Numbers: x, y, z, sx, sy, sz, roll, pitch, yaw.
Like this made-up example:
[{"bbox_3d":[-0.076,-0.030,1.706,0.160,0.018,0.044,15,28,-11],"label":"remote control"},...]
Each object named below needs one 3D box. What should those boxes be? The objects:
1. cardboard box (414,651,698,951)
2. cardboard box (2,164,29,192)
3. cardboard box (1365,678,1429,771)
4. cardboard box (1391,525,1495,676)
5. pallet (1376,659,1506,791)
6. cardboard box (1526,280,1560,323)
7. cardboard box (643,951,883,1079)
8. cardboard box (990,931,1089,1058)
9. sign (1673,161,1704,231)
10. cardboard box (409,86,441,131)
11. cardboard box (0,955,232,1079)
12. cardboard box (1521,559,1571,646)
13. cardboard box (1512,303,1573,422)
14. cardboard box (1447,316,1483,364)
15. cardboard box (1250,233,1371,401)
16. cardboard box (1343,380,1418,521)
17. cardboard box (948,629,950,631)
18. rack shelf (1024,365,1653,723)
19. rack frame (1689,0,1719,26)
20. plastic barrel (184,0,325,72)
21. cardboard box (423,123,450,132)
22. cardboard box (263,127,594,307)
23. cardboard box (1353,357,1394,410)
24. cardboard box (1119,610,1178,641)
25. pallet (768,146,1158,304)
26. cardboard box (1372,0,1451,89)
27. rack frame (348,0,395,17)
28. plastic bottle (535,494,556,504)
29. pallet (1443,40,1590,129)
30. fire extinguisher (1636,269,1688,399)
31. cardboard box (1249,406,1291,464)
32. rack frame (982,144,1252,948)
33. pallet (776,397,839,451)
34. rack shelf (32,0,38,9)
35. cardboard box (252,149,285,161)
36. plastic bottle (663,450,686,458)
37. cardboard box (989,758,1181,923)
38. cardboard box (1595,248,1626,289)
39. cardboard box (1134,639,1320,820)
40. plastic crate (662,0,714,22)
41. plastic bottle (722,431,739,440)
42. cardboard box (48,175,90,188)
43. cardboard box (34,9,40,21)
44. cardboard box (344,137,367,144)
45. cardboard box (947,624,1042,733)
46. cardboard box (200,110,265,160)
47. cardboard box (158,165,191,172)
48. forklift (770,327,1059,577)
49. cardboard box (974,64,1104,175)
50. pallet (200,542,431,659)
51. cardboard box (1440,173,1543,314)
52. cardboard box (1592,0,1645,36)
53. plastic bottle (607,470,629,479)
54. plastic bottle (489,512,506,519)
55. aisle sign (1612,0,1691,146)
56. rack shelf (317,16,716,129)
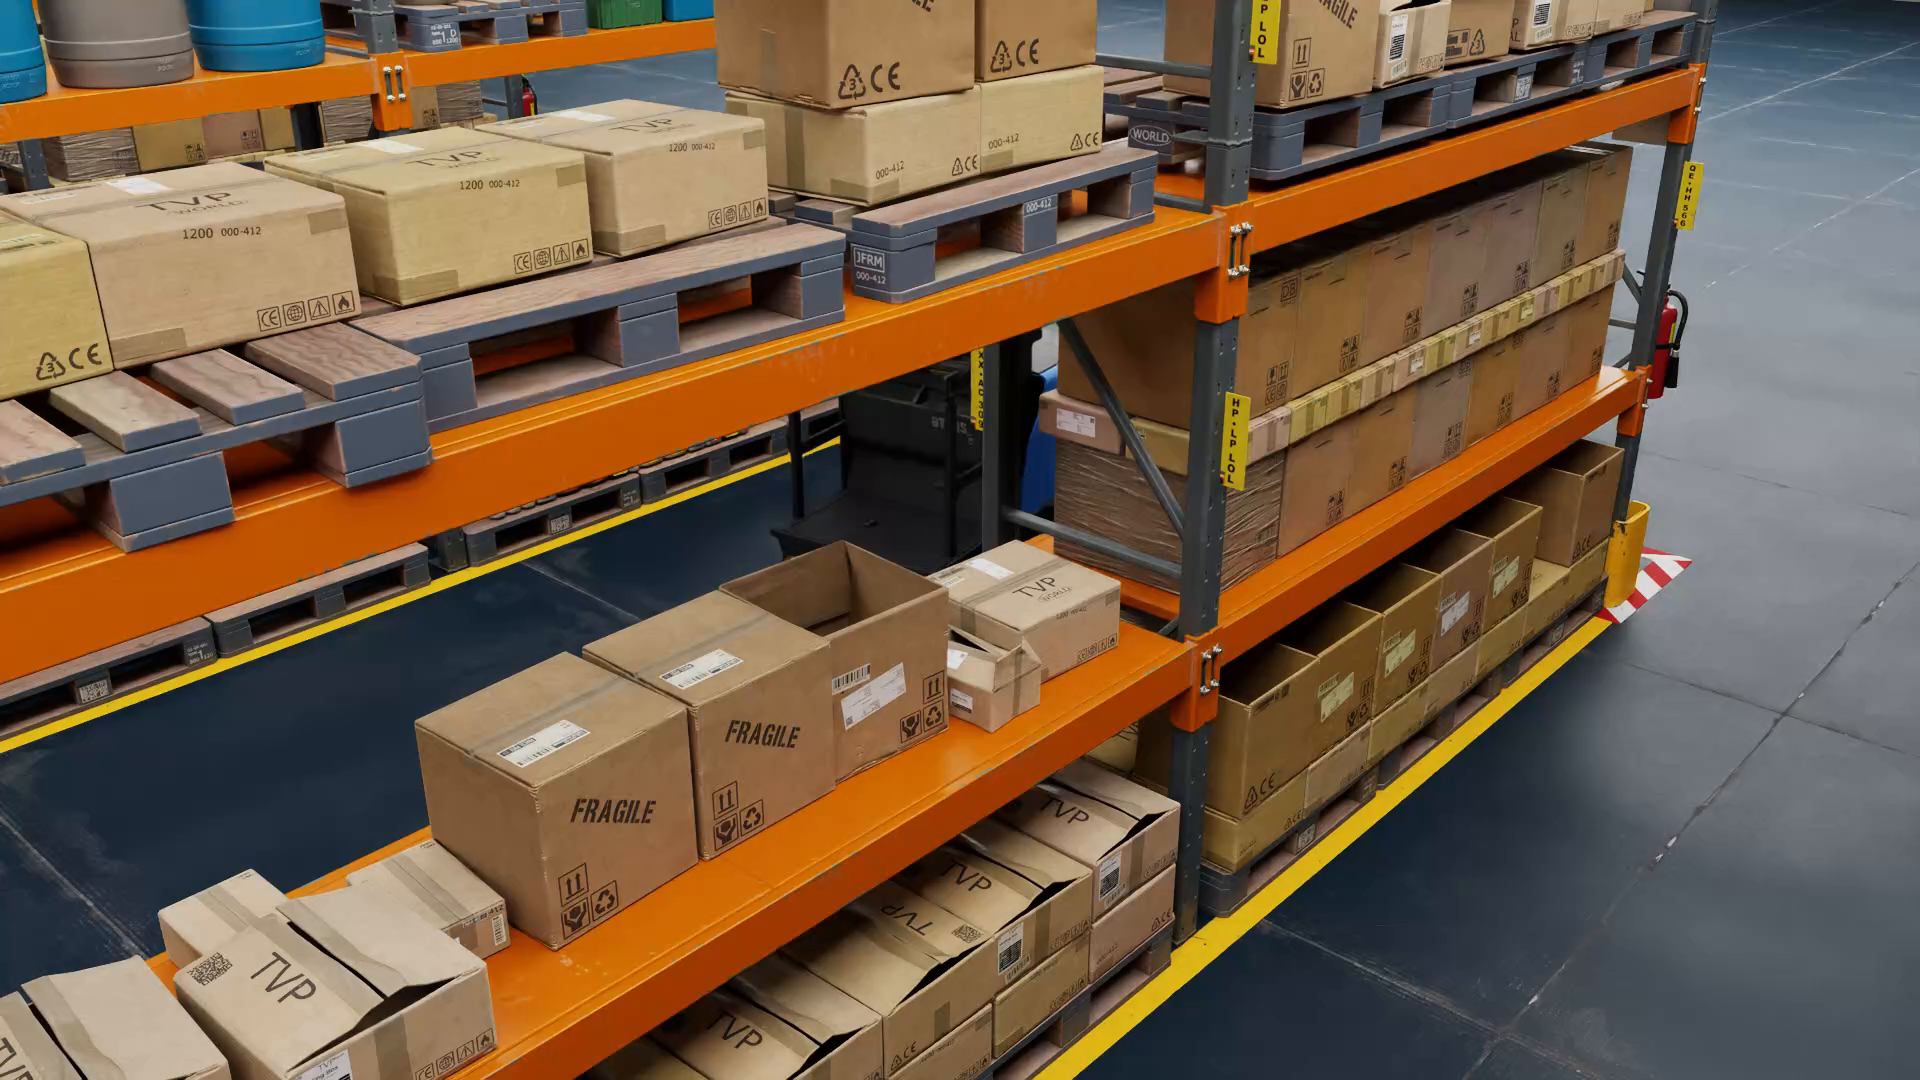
[{"bbox_3d":[-1.068,0.679,4.446,0.500,0.500,0.500,18,30,35],"label":"cardboard box"},{"bbox_3d":[-6.956,-2.715,12.447,0.380,0.149,0.250,20,31,38],"label":"cardboard box"},{"bbox_3d":[1.704,0.725,7.315,0.500,0.250,0.500,20,31,38],"label":"cardboard box"},{"bbox_3d":[2.036,0.229,7.503,0.500,0.500,0.500,20,31,38],"label":"cardboard box"},{"bbox_3d":[1.870,0.690,7.953,1.003,0.211,1.213,20,31,38],"label":"pallet"},{"bbox_3d":[2.537,-1.136,7.702,0.380,0.149,0.250,21,31,38],"label":"cardboard box"},{"bbox_3d":[-0.578,1.495,4.912,0.500,0.311,0.500,20,31,37],"label":"cardboard box"},{"bbox_3d":[0.094,1.444,5.710,0.500,0.250,0.500,20,31,37],"label":"cardboard box"},{"bbox_3d":[3.559,-1.681,8.127,0.100,0.325,0.005,20,31,38],"label":"sign"},{"bbox_3d":[-4.843,-3.739,13.937,0.875,0.500,0.500,20,31,38],"label":"cardboard box"},{"bbox_3d":[-1.900,1.182,3.555,0.500,0.311,0.500,-22,32,-40],"label":"cardboard box"},{"bbox_3d":[2.701,0.266,8.338,0.500,0.250,0.500,20,31,38],"label":"cardboard box"},{"bbox_3d":[2.496,-0.942,8.063,0.700,0.500,0.500,21,32,39],"label":"cardboard box"},{"bbox_3d":[2.017,-0.897,7.169,0.380,0.149,0.250,20,31,37],"label":"cardboard box"},{"bbox_3d":[1.122,-0.907,6.398,0.700,0.500,0.500,20,31,37],"label":"cardboard box"},{"bbox_3d":[1.470,-0.475,7.020,0.700,0.500,0.500,21,31,38],"label":"cardboard box"},{"bbox_3d":[-0.250,0.351,5.608,0.380,0.149,0.250,20,31,38],"label":"cardboard box"},{"bbox_3d":[1.829,-0.259,7.541,1.077,0.370,4.000,20,31,38],"label":"rack shelf"},{"bbox_3d":[3.164,-3.934,7.525,1.000,3.000,0.127,20,31,38],"label":"rack frame"},{"bbox_3d":[-3.370,-2.715,7.860,0.600,0.901,0.708,20,31,38],"label":"plastic barrel"},{"bbox_3d":[-4.543,-3.479,14.149,0.380,0.149,0.250,20,31,38],"label":"cardboard box"},{"bbox_3d":[-1.188,-0.741,3.739,0.500,0.250,0.500,19,31,37],"label":"cardboard box"},{"bbox_3d":[1.499,-0.660,6.641,0.380,0.149,0.250,19,30,36],"label":"cardboard box"},{"bbox_3d":[0.983,0.393,7.139,0.500,0.500,0.500,20,31,38],"label":"cardboard box"},{"bbox_3d":[-0.085,-0.987,4.853,0.805,0.209,1.217,19,30,36],"label":"pallet"},{"bbox_3d":[1.387,-1.808,5.873,0.500,0.311,0.500,18,30,35],"label":"cardboard box"},{"bbox_3d":[-3.192,-4.069,7.826,1.000,3.000,0.127,20,31,38],"label":"rack frame"},{"bbox_3d":[-2.458,-0.373,9.707,0.152,0.276,0.135,22,32,39],"label":"plastic bottle"},{"bbox_3d":[1.858,-1.943,6.860,1.003,0.211,1.213,20,31,38],"label":"pallet"},{"bbox_3d":[3.589,-1.071,8.566,0.296,0.674,0.183,20,31,38],"label":"fire extinguisher"},{"bbox_3d":[0.985,-0.425,6.117,0.380,0.149,0.250,21,31,38],"label":"cardboard box"},{"bbox_3d":[0.494,0.022,6.035,1.000,3.000,0.127,20,31,38],"label":"rack frame"},{"bbox_3d":[-1.084,-0.996,11.713,1.003,0.211,1.213,20,31,38],"label":"pallet"},{"bbox_3d":[-5.546,-4.334,12.963,1.077,0.370,4.000,20,31,38],"label":"rack shelf"},{"bbox_3d":[-5.522,-3.014,13.112,0.380,0.149,0.250,20,31,38],"label":"cardboard box"},{"bbox_3d":[-1.811,-0.700,10.345,0.144,0.351,0.185,22,32,40],"label":"plastic bottle"},{"bbox_3d":[0.437,1.031,5.947,0.500,0.311,0.500,20,31,38],"label":"cardboard box"},{"bbox_3d":[3.051,-1.370,8.224,0.380,0.149,0.250,20,31,37],"label":"cardboard box"},{"bbox_3d":[1.037,0.687,6.482,0.500,0.500,0.500,20,31,38],"label":"cardboard box"},{"bbox_3d":[-1.571,-3.249,9.682,0.392,0.384,0.575,20,31,38],"label":"plastic crate"},{"bbox_3d":[-1.486,-0.792,10.632,0.061,0.283,0.133,21,32,39],"label":"plastic bottle"},{"bbox_3d":[-6.513,-2.553,12.084,0.380,0.149,0.250,20,31,38],"label":"cardboard box"},{"bbox_3d":[-9.144,-5.223,16.230,0.875,0.550,0.500,20,31,38],"label":"cardboard box"},{"bbox_3d":[-5.069,-3.260,13.661,0.380,0.149,0.250,20,31,38],"label":"cardboard box"},{"bbox_3d":[0.044,0.401,5.353,0.396,0.266,0.258,19,31,36],"label":"cardboard box"},{"bbox_3d":[-5.916,-3.308,12.976,0.875,0.500,0.500,20,31,38],"label":"cardboard box"},{"bbox_3d":[-6.031,-2.788,12.609,0.380,0.149,0.250,20,31,38],"label":"cardboard box"},{"bbox_3d":[-0.328,-1.120,8.666,1.130,2.935,3.031,14,28,29],"label":"forklift"},{"bbox_3d":[0.076,-1.285,4.953,0.500,0.250,0.500,-20,31,-38],"label":"cardboard box"},{"bbox_3d":[-3.687,0.191,9.067,1.003,0.211,1.213,20,31,38],"label":"pallet"},{"bbox_3d":[2.125,-1.364,7.418,0.700,0.500,0.500,20,31,38],"label":"cardboard box"},{"bbox_3d":[2.592,-2.330,7.112,0.500,0.250,0.500,20,31,38],"label":"cardboard box"},{"bbox_3d":[-2.077,-0.522,10.030,0.061,0.283,0.133,22,32,40],"label":"plastic bottle"},{"bbox_3d":[-2.653,-0.265,9.471,0.097,0.271,0.097,0,24,0],"label":"plastic bottle"},{"bbox_3d":[3.426,-2.323,8.087,0.394,0.787,0.004,20,31,38],"label":"aisle sign"},{"bbox_3d":[-1.857,-2.981,9.946,1.077,0.370,4.000,20,31,38],"label":"rack shelf"}]
